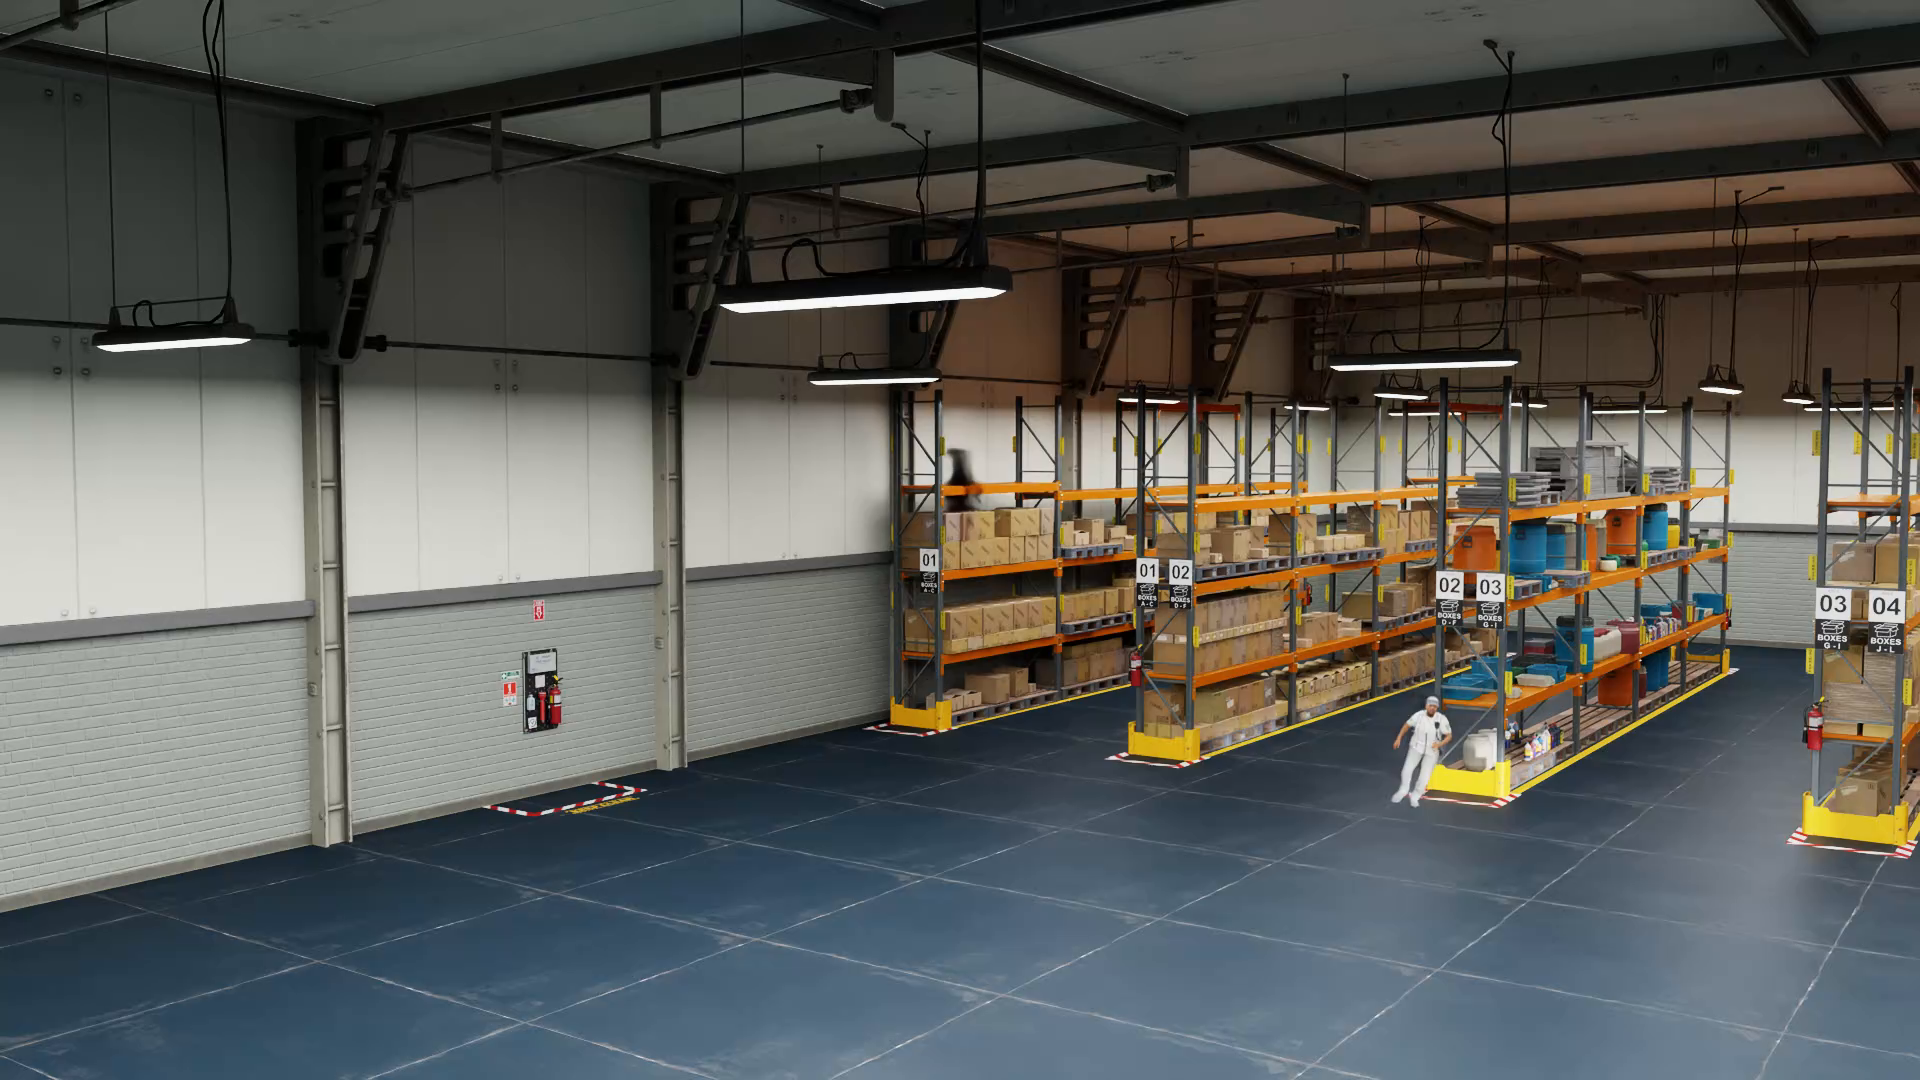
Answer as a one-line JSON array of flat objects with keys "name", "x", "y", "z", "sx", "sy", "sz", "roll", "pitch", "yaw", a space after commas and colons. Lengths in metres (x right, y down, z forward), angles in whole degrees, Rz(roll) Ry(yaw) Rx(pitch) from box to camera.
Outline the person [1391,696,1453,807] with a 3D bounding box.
[{"name": "person", "x": 6.399, "y": 2.950, "z": 23.027, "sx": 0.809, "sy": 1.598, "sz": 0.609, "roll": 1, "pitch": 3, "yaw": 14}]
